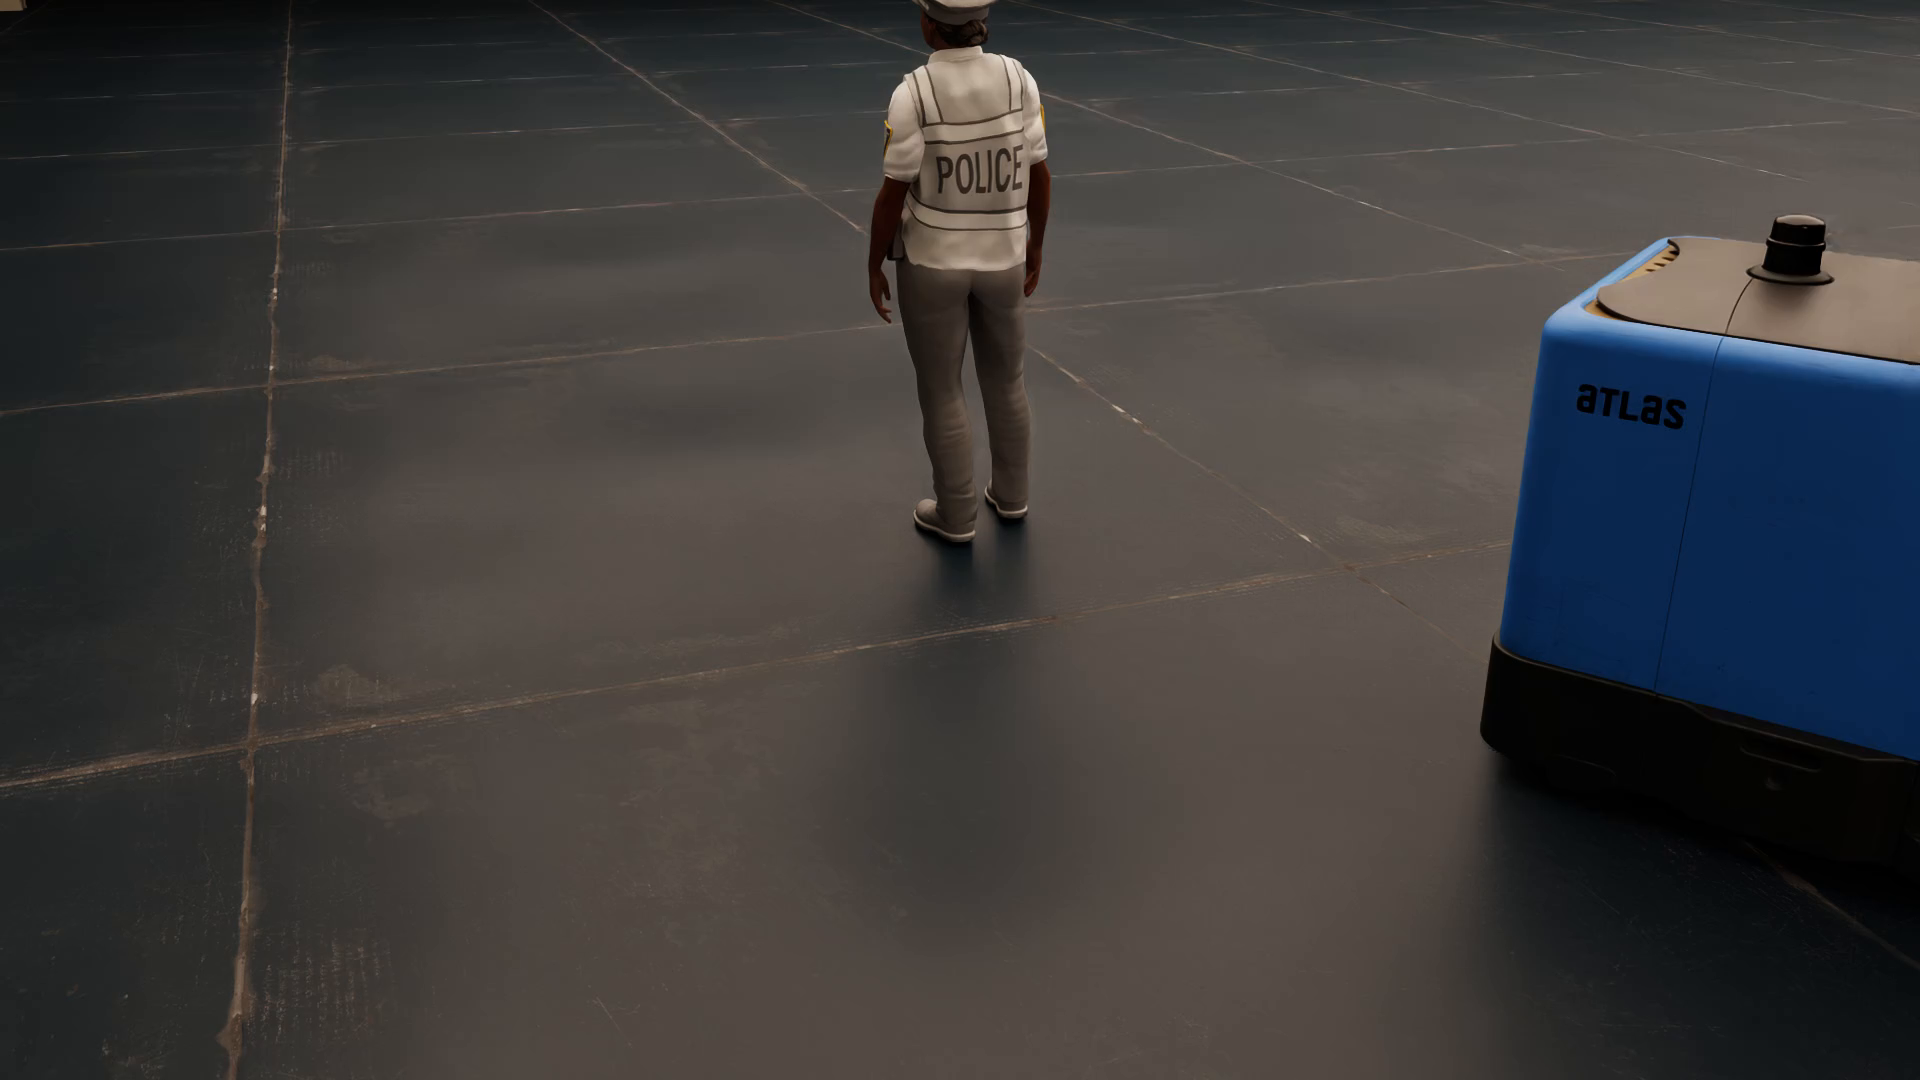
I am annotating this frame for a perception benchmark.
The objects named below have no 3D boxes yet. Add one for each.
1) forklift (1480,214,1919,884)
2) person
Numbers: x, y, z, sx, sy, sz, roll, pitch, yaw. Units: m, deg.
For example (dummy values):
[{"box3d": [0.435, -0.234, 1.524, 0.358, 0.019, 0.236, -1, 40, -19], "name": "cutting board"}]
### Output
[{"box3d": [2.695, -0.649, 2.841, 3.031, 2.935, 1.130, 15, 27, 32], "name": "forklift"}, {"box3d": [-0.007, -0.818, 4.820, 0.569, 1.695, 0.528, -8, 24, -18], "name": "person"}]
